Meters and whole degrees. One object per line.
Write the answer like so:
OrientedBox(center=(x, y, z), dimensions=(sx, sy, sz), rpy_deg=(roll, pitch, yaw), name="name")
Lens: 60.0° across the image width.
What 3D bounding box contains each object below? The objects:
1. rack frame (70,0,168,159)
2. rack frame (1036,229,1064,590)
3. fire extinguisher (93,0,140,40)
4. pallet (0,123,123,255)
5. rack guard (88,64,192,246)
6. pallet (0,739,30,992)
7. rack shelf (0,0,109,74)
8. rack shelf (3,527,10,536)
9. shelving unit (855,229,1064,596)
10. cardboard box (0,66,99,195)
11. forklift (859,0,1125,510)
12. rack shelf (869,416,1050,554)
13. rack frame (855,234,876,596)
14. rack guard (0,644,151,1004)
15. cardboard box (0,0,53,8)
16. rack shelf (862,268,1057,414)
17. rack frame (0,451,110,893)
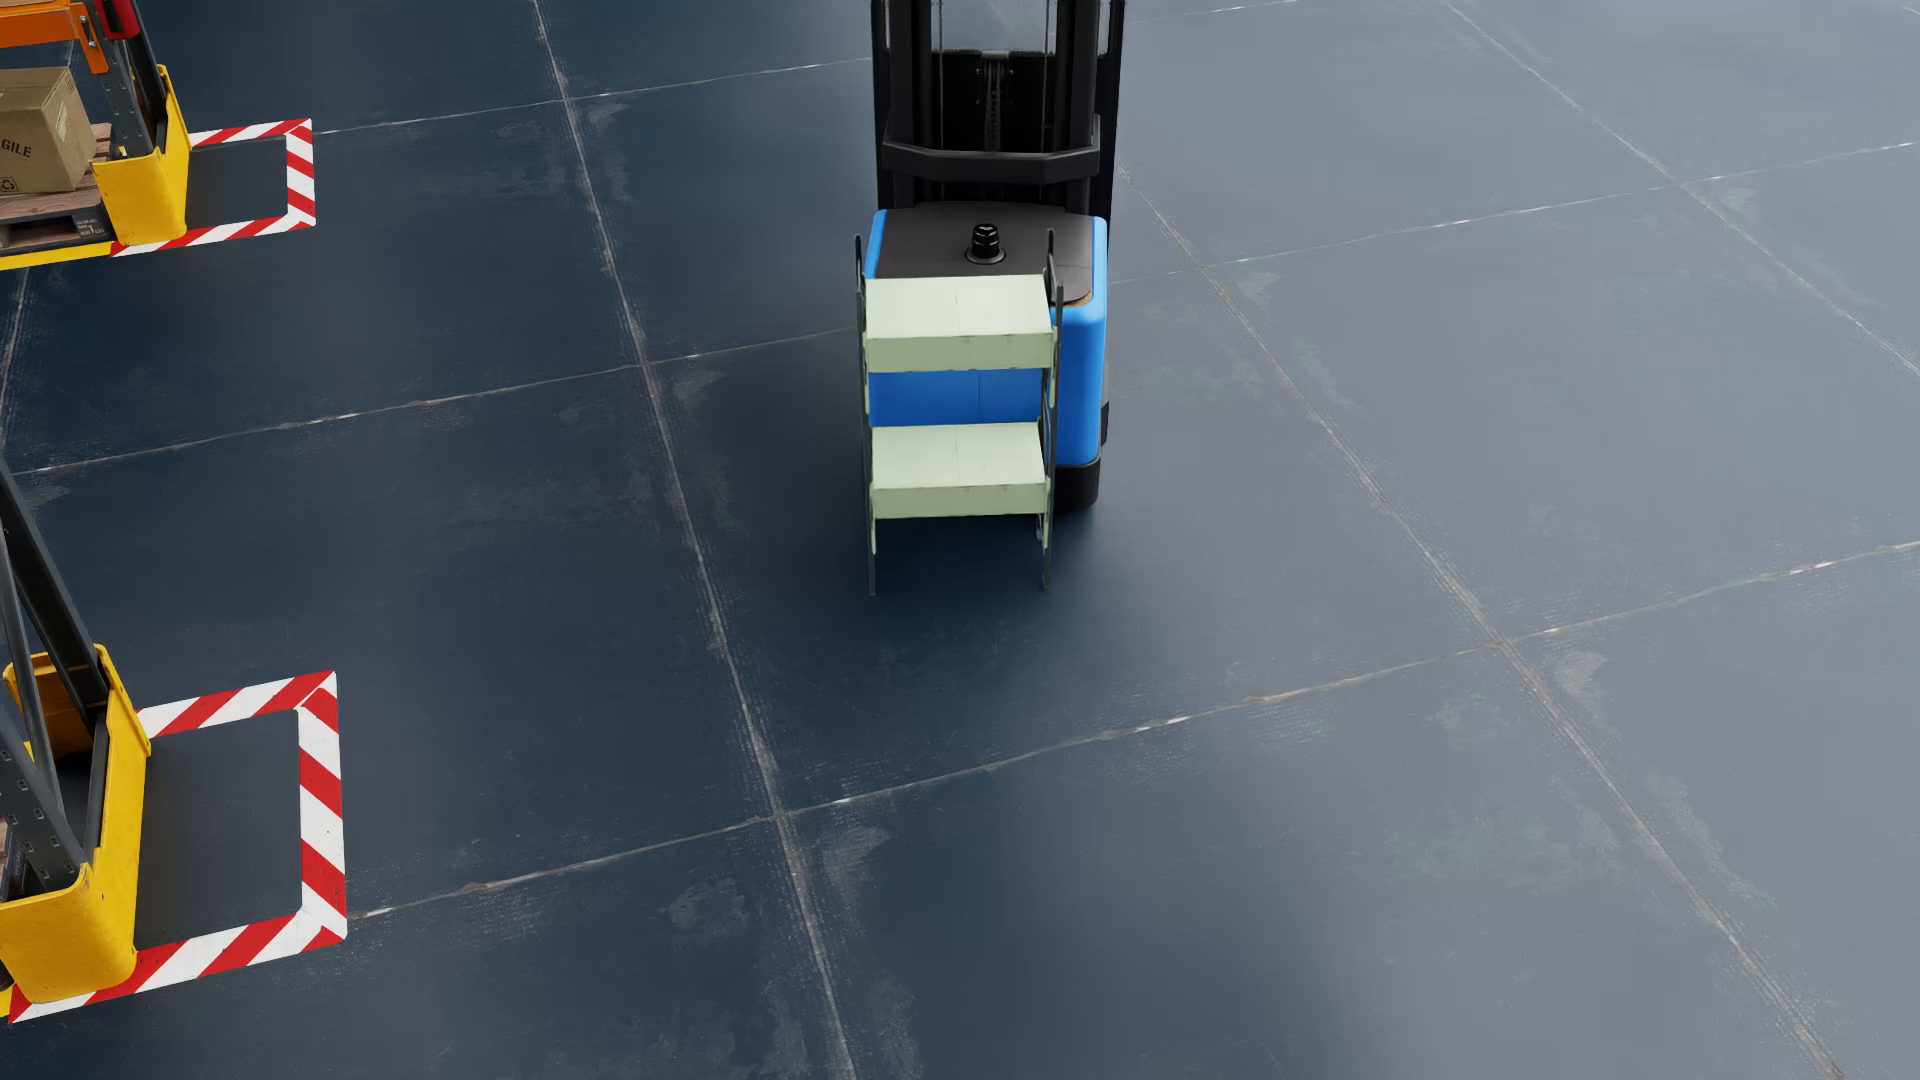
OrientedBox(center=(-4.529, -3.138, 8.562), dimensions=(0.127, 3.000, 1.000), rpy_deg=(-12, 42, -13), name="rack frame")
OrientedBox(center=(0.355, -0.486, 6.666), dimensions=(0.023, 1.500, 0.400), rpy_deg=(-2, 41, -2), name="rack frame")
OrientedBox(center=(-4.282, -2.842, 8.282), dimensions=(0.183, 0.674, 0.296), rpy_deg=(-12, 42, -13), name="fire extinguisher")
OrientedBox(center=(-5.387, -1.935, 9.304), dimensions=(1.213, 0.211, 1.003), rpy_deg=(-12, 42, -13), name="pallet")
OrientedBox(center=(-4.602, -2.182, 9.367), dimensions=(0.348, 0.500, 1.175), rpy_deg=(-12, 42, -13), name="rack guard")
OrientedBox(center=(-3.877, 1.222, 5.691), dimensions=(1.213, 0.211, 1.003), rpy_deg=(-12, 42, -13), name="pallet")
OrientedBox(center=(-6.437, -2.472, 8.346), dimensions=(4.000, 0.370, 1.077), rpy_deg=(-12, 42, -13), name="rack shelf")
OrientedBox(center=(-4.949, 0.636, 4.789), dimensions=(4.000, 0.370, 1.077), rpy_deg=(-12, 42, -13), name="rack shelf")
OrientedBox(center=(-0.011, -0.473, 6.652), dimensions=(0.755, 1.500, 0.431), rpy_deg=(-2, 41, -2), name="shelving unit")
OrientedBox(center=(-5.130, -2.242, 9.117), dimensions=(0.500, 0.500, 0.500), rpy_deg=(-4, 41, -5), name="cardboard box")
OrientedBox(center=(0.177, -2.193, 7.532), dimensions=(1.130, 2.935, 3.031), rpy_deg=(2, 41, 3), name="forklift")
OrientedBox(center=(-0.011, -0.228, 6.866), dimensions=(0.720, 0.370, 0.431), rpy_deg=(-2, 41, -2), name="rack shelf")
OrientedBox(center=(-0.376, -0.460, 6.637), dimensions=(0.023, 1.500, 0.400), rpy_deg=(-2, 41, -2), name="rack frame")
OrientedBox(center=(-3.100, 0.956, 5.776), dimensions=(0.348, 0.500, 1.175), rpy_deg=(-12, 42, -13), name="rack guard")
OrientedBox(center=(-4.739, -2.858, 8.432), dimensions=(0.250, 0.149, 0.380), rpy_deg=(-12, 42, -13), name="cardboard box")
OrientedBox(center=(-0.011, -0.767, 6.395), dimensions=(0.720, 0.370, 0.431), rpy_deg=(-2, 41, -2), name="rack shelf")
OrientedBox(center=(-3.042, -0.030, 5.004), dimensions=(0.127, 3.000, 1.000), rpy_deg=(-12, 42, -13), name="rack frame")
